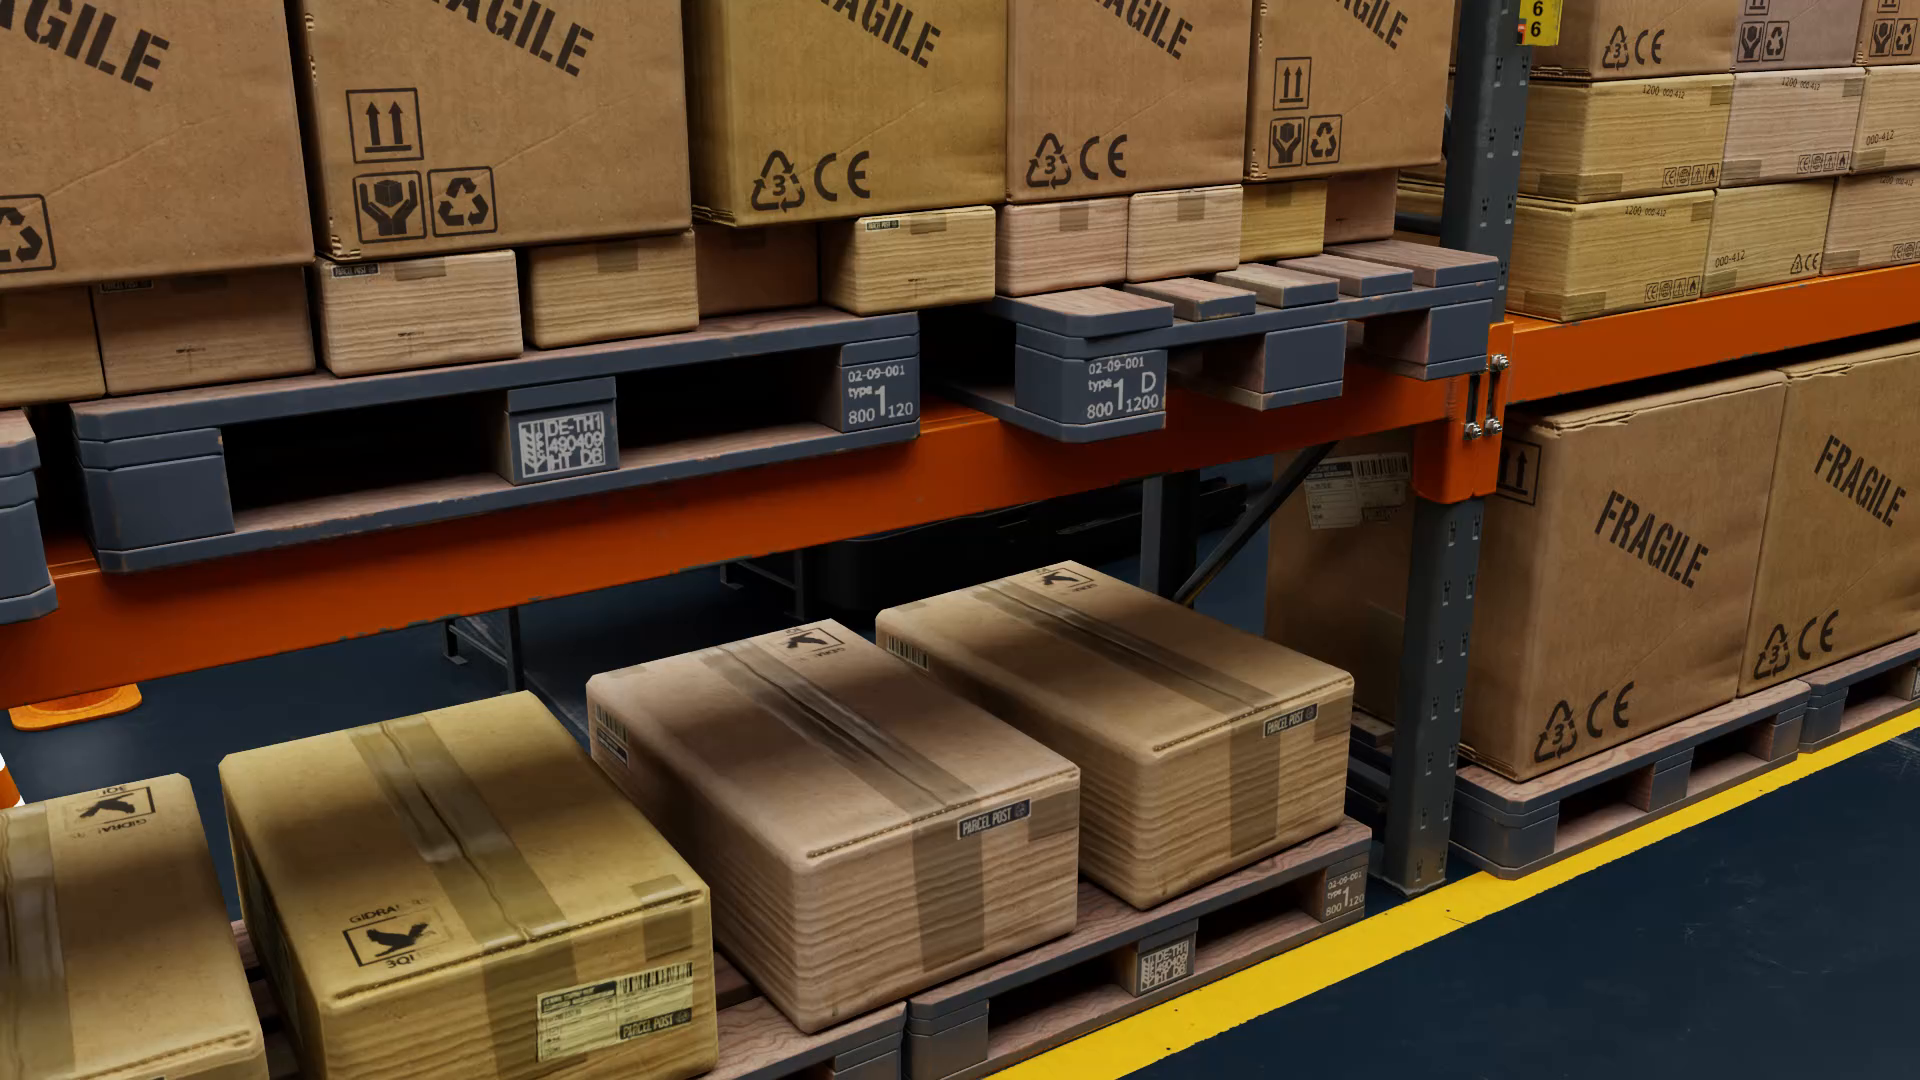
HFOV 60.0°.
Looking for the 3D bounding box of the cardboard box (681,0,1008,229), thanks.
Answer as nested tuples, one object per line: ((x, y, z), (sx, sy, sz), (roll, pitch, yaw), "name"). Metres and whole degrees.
((-0.270, -0.791, 2.623), (0.500, 0.500, 0.500), (-14, 23, -35), "cardboard box")

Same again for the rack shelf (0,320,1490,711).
((-0.867, -0.048, 2.826), (4.000, 0.370, 1.077), (-12, 22, -31), "rack shelf")

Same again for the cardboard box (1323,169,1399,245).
((0.659, -0.700, 3.369), (0.250, 0.149, 0.380), (-11, 22, -29), "cardboard box")

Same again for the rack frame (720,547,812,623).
((-0.663, -0.504, 5.393), (0.032, 1.500, 0.500), (-15, 24, -38), "rack frame")

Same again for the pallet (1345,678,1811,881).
((1.503, 0.461, 4.551), (1.213, 0.211, 1.003), (-12, 22, -31), "pallet")

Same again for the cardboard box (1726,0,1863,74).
((1.759, -1.373, 3.907), (0.500, 0.500, 0.500), (-12, 22, -31), "cardboard box")

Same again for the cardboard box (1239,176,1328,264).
((0.475, -0.634, 3.172), (0.250, 0.149, 0.380), (-12, 22, -31), "cardboard box")

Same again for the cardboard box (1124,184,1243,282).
((0.289, -0.577, 3.006), (0.250, 0.149, 0.380), (-12, 22, -32), "cardboard box")

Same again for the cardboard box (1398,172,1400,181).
((1.068, -1.060, 4.150), (0.500, 0.250, 0.500), (-12, 22, -32), "cardboard box")

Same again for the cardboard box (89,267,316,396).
((-1.049, -0.318, 2.240), (0.250, 0.149, 0.380), (-12, 22, -31), "cardboard box")

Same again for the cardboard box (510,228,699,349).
((-0.591, -0.406, 2.499), (0.250, 0.149, 0.380), (-13, 22, -33), "cardboard box")

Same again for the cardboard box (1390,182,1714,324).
((1.351, -0.689, 3.833), (0.500, 0.250, 0.500), (-12, 22, -32), "cardboard box")

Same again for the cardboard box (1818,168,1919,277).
((2.211, -0.875, 4.383), (0.500, 0.250, 0.500), (-11, 22, -30), "cardboard box")

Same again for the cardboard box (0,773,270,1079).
((-1.502, 0.789, 2.675), (0.625, 0.372, 0.950), (-10, 21, -28), "cardboard box")

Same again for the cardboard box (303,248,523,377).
((-0.798, -0.351, 2.337), (0.250, 0.149, 0.380), (-11, 22, -29), "cardboard box")

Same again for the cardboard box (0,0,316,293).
((-1.150, -0.601, 2.064), (0.500, 0.500, 0.500), (-12, 22, -32), "cardboard box")

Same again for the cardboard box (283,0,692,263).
((-0.726, -0.695, 2.340), (0.500, 0.500, 0.500), (-13, 23, -34), "cardboard box")

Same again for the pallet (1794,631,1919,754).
((2.521, 0.248, 5.183), (1.213, 0.211, 1.003), (-12, 22, -31), "pallet")

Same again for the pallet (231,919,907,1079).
((-0.868, 0.931, 3.162), (1.213, 0.211, 1.003), (-12, 22, -31), "pallet")

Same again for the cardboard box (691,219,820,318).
((-0.427, -0.472, 2.695), (0.250, 0.149, 0.380), (-12, 22, -31), "cardboard box")

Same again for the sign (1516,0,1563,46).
((1.110, -1.109, 3.156), (0.005, 0.325, 0.100), (-12, 22, -31), "sign")

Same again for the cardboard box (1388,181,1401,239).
((1.083, -0.829, 4.246), (0.500, 0.250, 0.500), (-13, 23, -33), "cardboard box")

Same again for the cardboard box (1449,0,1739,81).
((1.350, -1.284, 3.640), (0.500, 0.500, 0.500), (-13, 22, -33), "cardboard box")

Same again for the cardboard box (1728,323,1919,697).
((2.173, -0.189, 4.782), (0.875, 0.875, 0.875), (-12, 22, -31), "cardboard box")

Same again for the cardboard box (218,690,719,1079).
((-0.922, 0.666, 3.039), (0.625, 0.372, 0.950), (-11, 22, -30), "cardboard box")

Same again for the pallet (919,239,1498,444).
((0.267, -0.496, 3.328), (1.003, 0.211, 1.213), (-12, 22, -31), "pallet")

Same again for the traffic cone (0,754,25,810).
((-2.272, 0.572, 3.829), (0.334, 0.463, 0.336), (-12, 22, -31), "traffic cone")

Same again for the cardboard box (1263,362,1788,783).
((1.426, -0.033, 4.320), (0.875, 0.875, 0.875), (-12, 22, -32), "cardboard box")

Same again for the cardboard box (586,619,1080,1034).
((-0.286, 0.534, 3.429), (0.625, 0.372, 0.950), (-12, 22, -32), "cardboard box")

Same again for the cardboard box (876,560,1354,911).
((0.326, 0.402, 3.820), (0.625, 0.372, 0.950), (-14, 23, -35), "cardboard box")

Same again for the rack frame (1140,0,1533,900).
((0.803, -0.741, 3.753), (0.127, 3.000, 1.000), (-12, 22, -31), "rack frame")

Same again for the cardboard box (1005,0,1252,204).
((0.151, -0.880, 2.887), (0.500, 0.500, 0.500), (-12, 22, -32), "cardboard box")

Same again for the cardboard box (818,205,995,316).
((-0.148, -0.483, 2.726), (0.250, 0.149, 0.380), (-11, 22, -30), "cardboard box")

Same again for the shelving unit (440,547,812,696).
((-1.048, -0.398, 5.080), (1.048, 1.500, 0.538), (-15, 24, -38), "shelving unit")

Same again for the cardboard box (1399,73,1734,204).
((1.362, -0.930, 3.766), (0.500, 0.250, 0.500), (-12, 22, -32), "cardboard box")

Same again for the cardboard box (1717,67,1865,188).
((1.795, -1.021, 4.034), (0.500, 0.250, 0.500), (-11, 22, -30), "cardboard box")

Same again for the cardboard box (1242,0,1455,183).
((0.577, -0.974, 3.165), (0.500, 0.500, 0.500), (-13, 22, -33), "cardboard box")

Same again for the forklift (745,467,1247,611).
((0.477, -1.520, 6.165), (3.031, 2.935, 1.130), (-15, 24, -38), "forklift")

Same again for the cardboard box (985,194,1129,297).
((0.075, -0.535, 2.881), (0.250, 0.149, 0.380), (-13, 23, -34), "cardboard box")

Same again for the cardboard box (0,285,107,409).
((-1.256, -0.275, 2.112), (0.250, 0.149, 0.380), (-12, 22, -31), "cardboard box")

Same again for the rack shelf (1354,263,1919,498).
((2.474, -0.753, 4.910), (4.000, 0.370, 1.077), (-12, 22, -31), "rack shelf")

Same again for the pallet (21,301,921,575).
((-0.827, -0.291, 2.720), (1.213, 0.211, 1.003), (-12, 22, -31), "pallet")

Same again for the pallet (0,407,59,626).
((-1.819, -0.041, 1.983), (1.213, 0.211, 1.003), (-12, 22, -31), "pallet")

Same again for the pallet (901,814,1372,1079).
((0.150, 0.717, 3.794), (1.213, 0.211, 1.003), (-12, 22, -31), "pallet")

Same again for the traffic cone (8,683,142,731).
((-2.579, 0.254, 4.771), (0.334, 0.463, 0.336), (-12, 22, -31), "traffic cone")

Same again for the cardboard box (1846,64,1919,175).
((2.218, -1.105, 4.284), (0.500, 0.250, 0.500), (-12, 22, -32), "cardboard box")

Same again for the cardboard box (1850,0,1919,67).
((2.199, -1.460, 4.164), (0.500, 0.500, 0.500), (-11, 22, -30), "cardboard box")

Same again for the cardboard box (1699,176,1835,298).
((1.770, -0.784, 4.115), (0.500, 0.250, 0.500), (-13, 22, -33), "cardboard box")

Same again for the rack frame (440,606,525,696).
((-1.434, -0.292, 4.766), (0.032, 1.500, 0.500), (-15, 24, -38), "rack frame")
